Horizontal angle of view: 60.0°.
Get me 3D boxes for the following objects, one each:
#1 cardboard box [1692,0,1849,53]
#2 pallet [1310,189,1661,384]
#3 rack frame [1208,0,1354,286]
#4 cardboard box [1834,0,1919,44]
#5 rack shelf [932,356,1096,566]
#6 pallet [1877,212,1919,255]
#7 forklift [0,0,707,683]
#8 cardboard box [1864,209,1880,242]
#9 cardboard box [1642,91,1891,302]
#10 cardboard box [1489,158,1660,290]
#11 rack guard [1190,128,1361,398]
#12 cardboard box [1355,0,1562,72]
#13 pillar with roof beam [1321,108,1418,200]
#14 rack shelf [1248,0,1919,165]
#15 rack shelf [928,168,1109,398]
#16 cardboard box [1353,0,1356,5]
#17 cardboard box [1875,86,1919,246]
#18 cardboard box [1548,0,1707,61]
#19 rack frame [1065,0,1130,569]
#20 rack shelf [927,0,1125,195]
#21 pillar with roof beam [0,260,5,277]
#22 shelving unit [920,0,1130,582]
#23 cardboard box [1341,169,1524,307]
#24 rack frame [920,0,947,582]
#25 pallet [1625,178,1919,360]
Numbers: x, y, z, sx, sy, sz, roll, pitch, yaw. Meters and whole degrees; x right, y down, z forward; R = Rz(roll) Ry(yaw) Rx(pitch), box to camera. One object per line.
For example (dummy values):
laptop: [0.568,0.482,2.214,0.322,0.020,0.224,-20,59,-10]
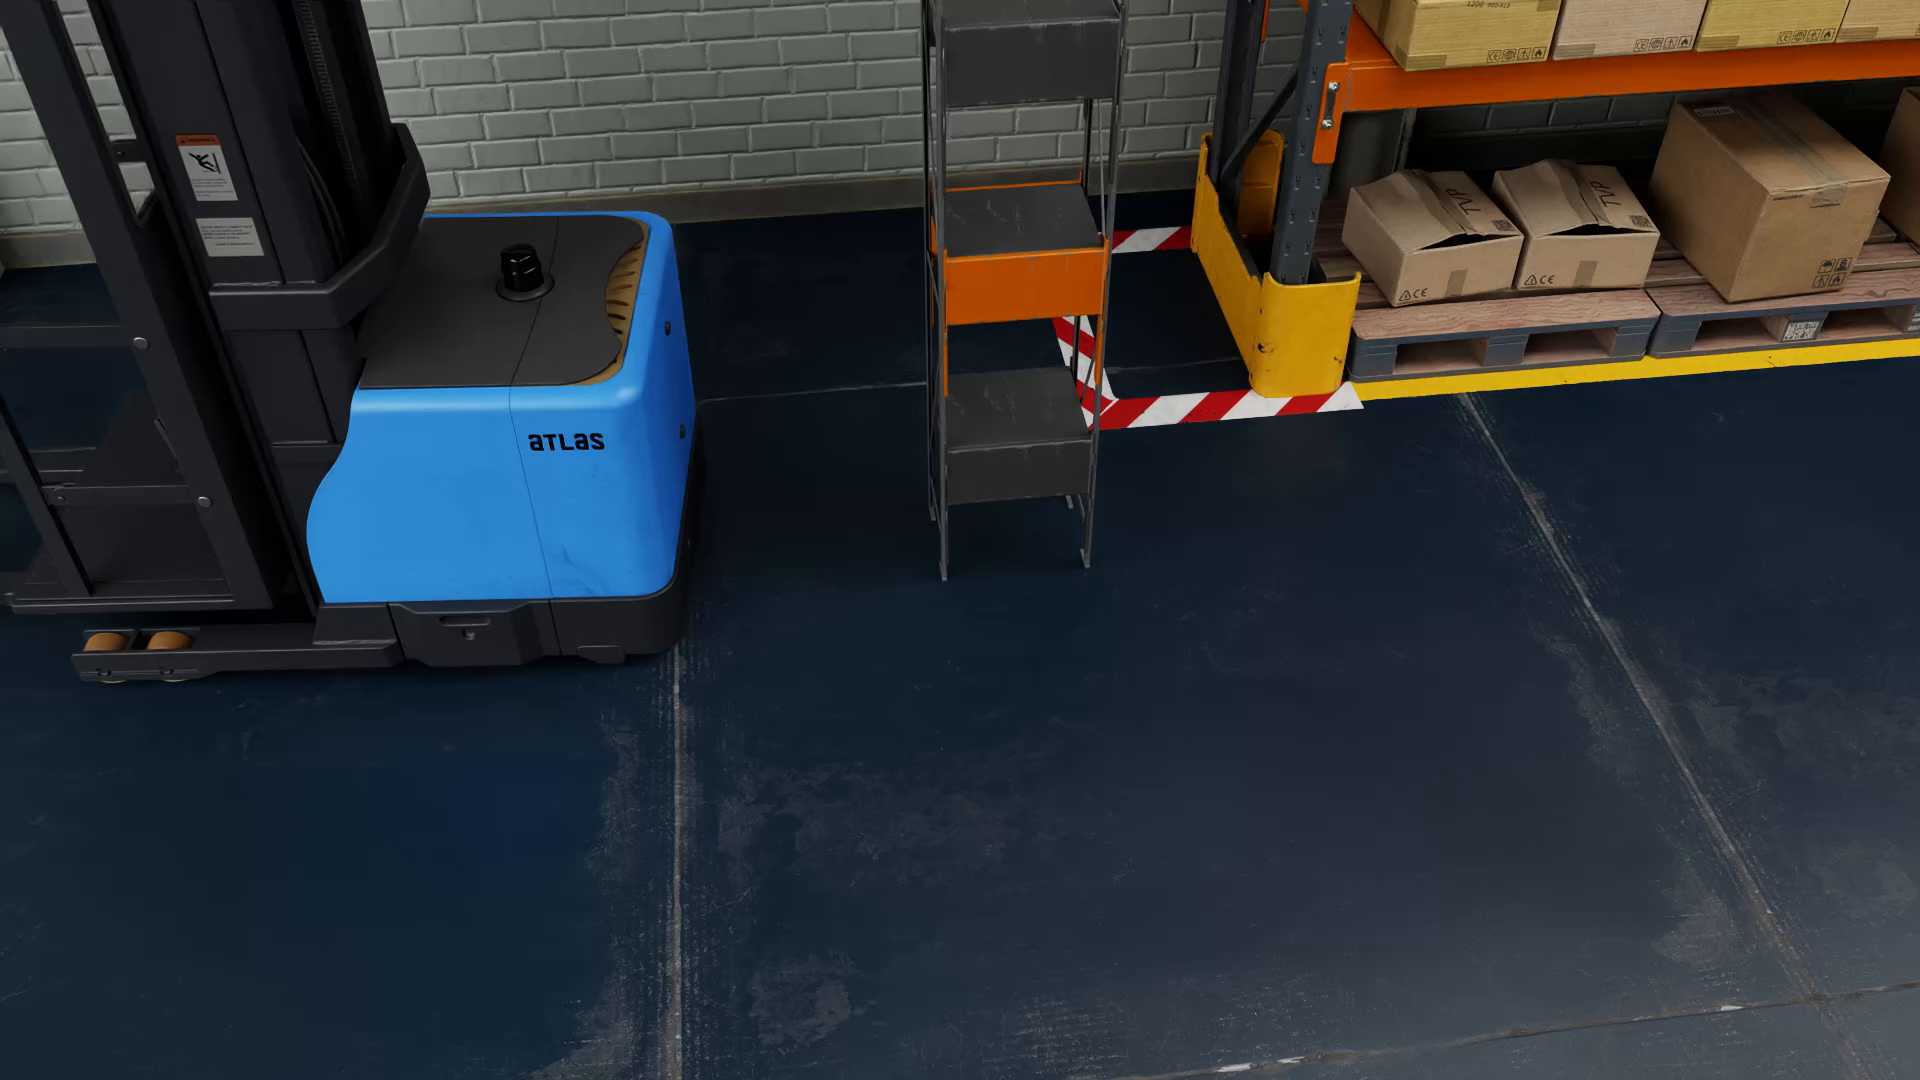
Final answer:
cardboard box: [2.698,-1.925,5.741,0.500,0.250,0.500,-6,42,-6]
pallet: [2.040,-1.065,6.773,1.213,0.211,1.003,-5,42,-6]
rack frame: [1.154,-2.047,5.780,0.127,3.000,1.000,-5,42,-6]
cardboard box: [3.200,-1.967,5.788,0.500,0.250,0.500,-5,42,-5]
rack shelf: [0.164,-0.264,5.541,0.480,0.518,0.431,-5,42,-6]
pallet: [4.459,-1.277,7.008,1.213,0.211,1.003,-5,42,-6]
forklift: [-2.406,-0.998,4.668,3.031,2.935,1.130,-1,42,-1]
cardboard box: [3.532,-1.373,6.833,0.250,0.149,0.380,-8,43,-9]
cardboard box: [3.151,-1.362,6.558,0.500,0.500,0.700,-7,43,-8]
cardboard box: [2.417,-1.261,6.588,0.500,0.311,0.500,-2,42,-2]
rack guard: [1.229,-1.125,6.624,0.348,0.500,1.175,-5,42,-6]
cardboard box: [1.679,-1.830,5.636,0.500,0.250,0.500,-6,42,-7]
pillar with roof beam: [2.294,-2.051,1.305,0.400,9.000,9.100,-5,42,-6]
rack shelf: [3.137,-1.953,6.213,4.000,0.370,1.077,-5,42,-6]
rack shelf: [0.164,-0.784,5.072,0.480,0.518,0.431,-5,42,-6]
cardboard box: [1.592,-2.168,6.011,0.500,0.250,0.500,-4,42,-5]
cardboard box: [4.096,-1.513,6.725,0.500,0.500,0.500,-8,43,-9]
cardboard box: [2.192,-1.885,5.697,0.500,0.250,0.500,-6,42,-7]
rack frame: [0.406,-0.815,5.086,0.015,2.100,0.400,-5,42,-6]
rack shelf: [0.164,-1.304,4.603,0.480,0.518,0.431,-5,42,-6]
pillar with roof beam: [-3.655,-1.530,0.727,0.400,9.000,9.100,-5,42,-6]
shelving unit: [0.164,-0.794,5.063,0.503,2.100,0.431,-5,42,-6]
cardboard box: [1.852,-1.212,6.533,0.500,0.311,0.500,-9,43,-10]
rack frame: [-0.078,-0.773,5.039,0.015,2.100,0.400,-5,42,-6]
pallet: [3.247,-1.169,6.888,1.213,0.211,1.003,-5,42,-6]
